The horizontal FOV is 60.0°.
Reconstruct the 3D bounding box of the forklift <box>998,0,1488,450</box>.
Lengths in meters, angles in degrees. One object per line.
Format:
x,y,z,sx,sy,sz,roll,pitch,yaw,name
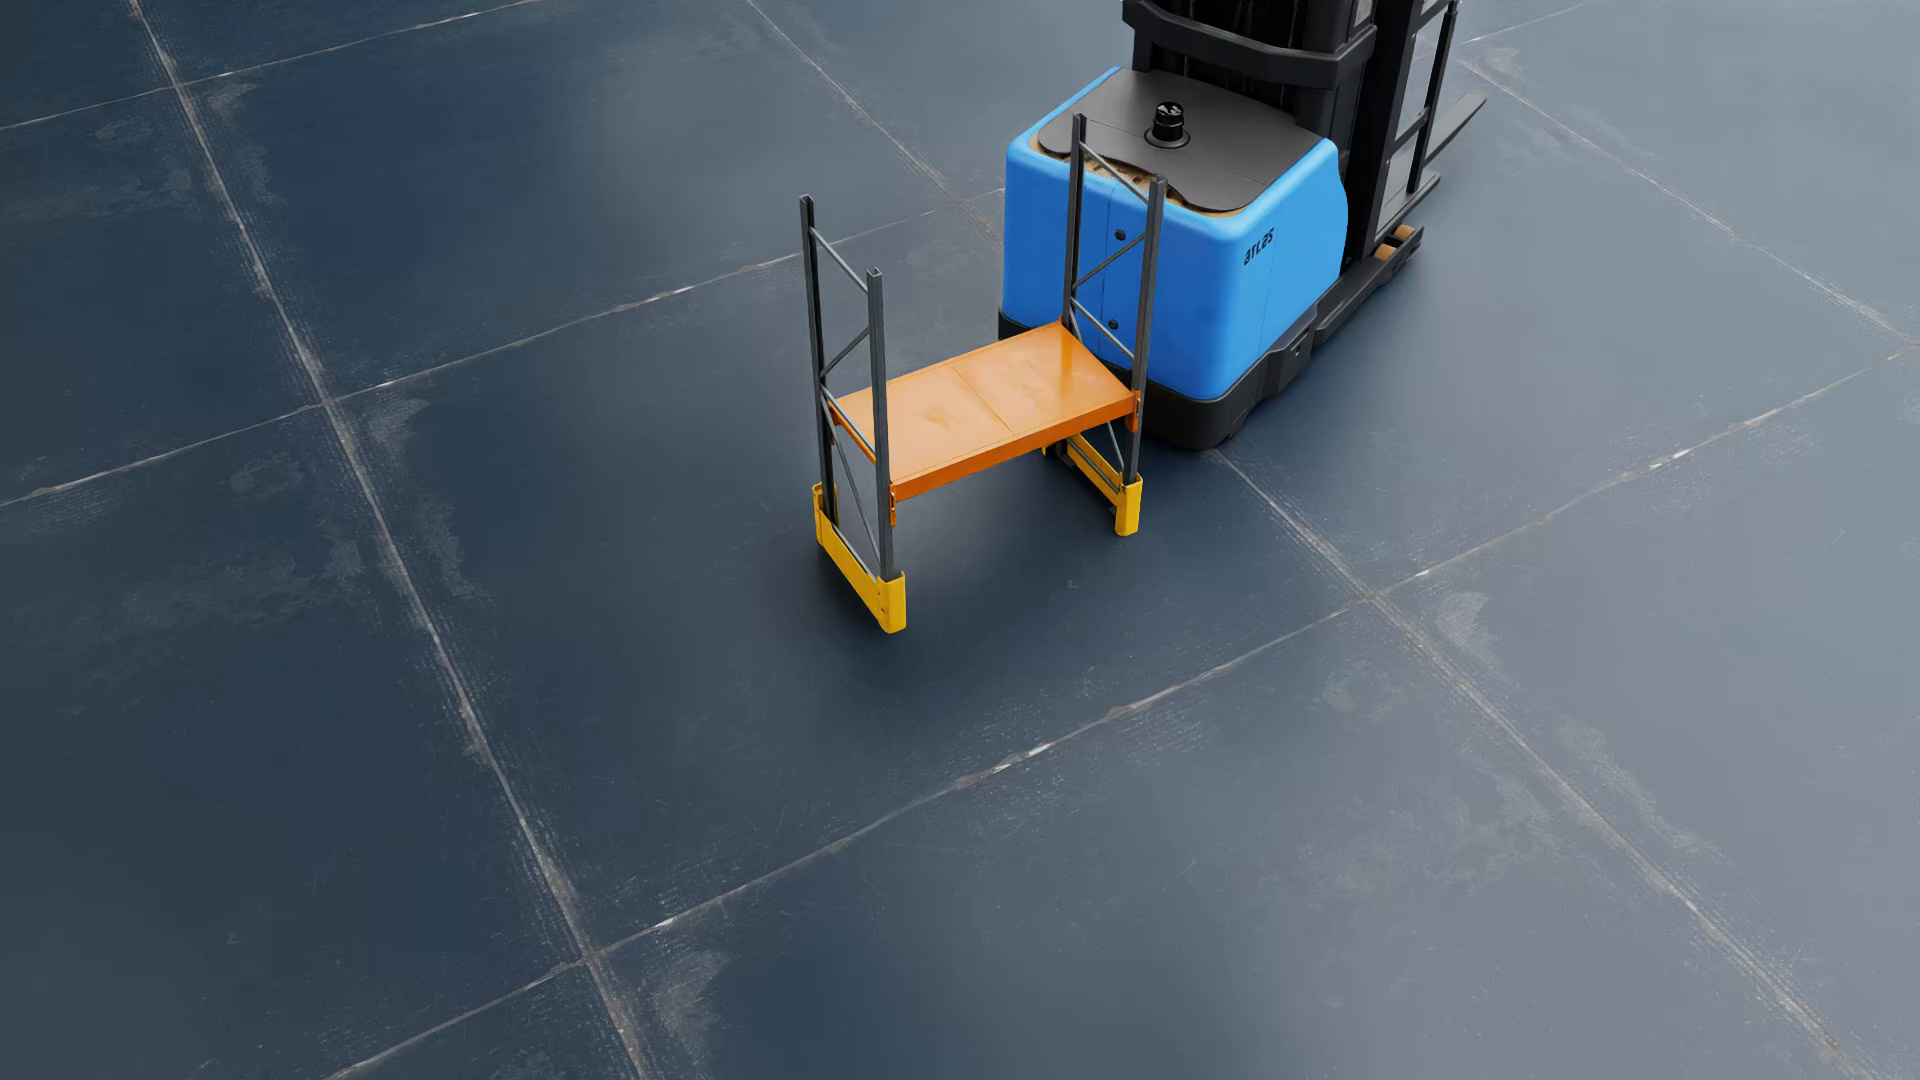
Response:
1.436,-2.388,6.606,1.130,2.935,3.031,27,50,25,forklift

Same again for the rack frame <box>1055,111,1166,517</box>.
0.515,-0.744,5.940,0.032,1.500,0.500,-22,48,-21,rack frame

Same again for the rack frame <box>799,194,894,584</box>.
-0.367,-0.391,5.576,0.032,1.500,0.500,-22,48,-21,rack frame

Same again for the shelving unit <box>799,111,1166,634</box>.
0.066,-0.565,5.755,1.083,1.500,0.587,-22,48,-21,shelving unit

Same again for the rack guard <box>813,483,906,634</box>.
-0.366,0.057,6.012,0.087,0.250,0.587,-22,48,-21,rack guard

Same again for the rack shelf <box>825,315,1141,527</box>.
0.074,-0.439,5.883,1.000,0.185,0.538,-22,48,-21,rack shelf

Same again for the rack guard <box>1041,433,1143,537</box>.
0.498,-0.289,6.368,0.087,0.250,0.587,-22,48,-21,rack guard
